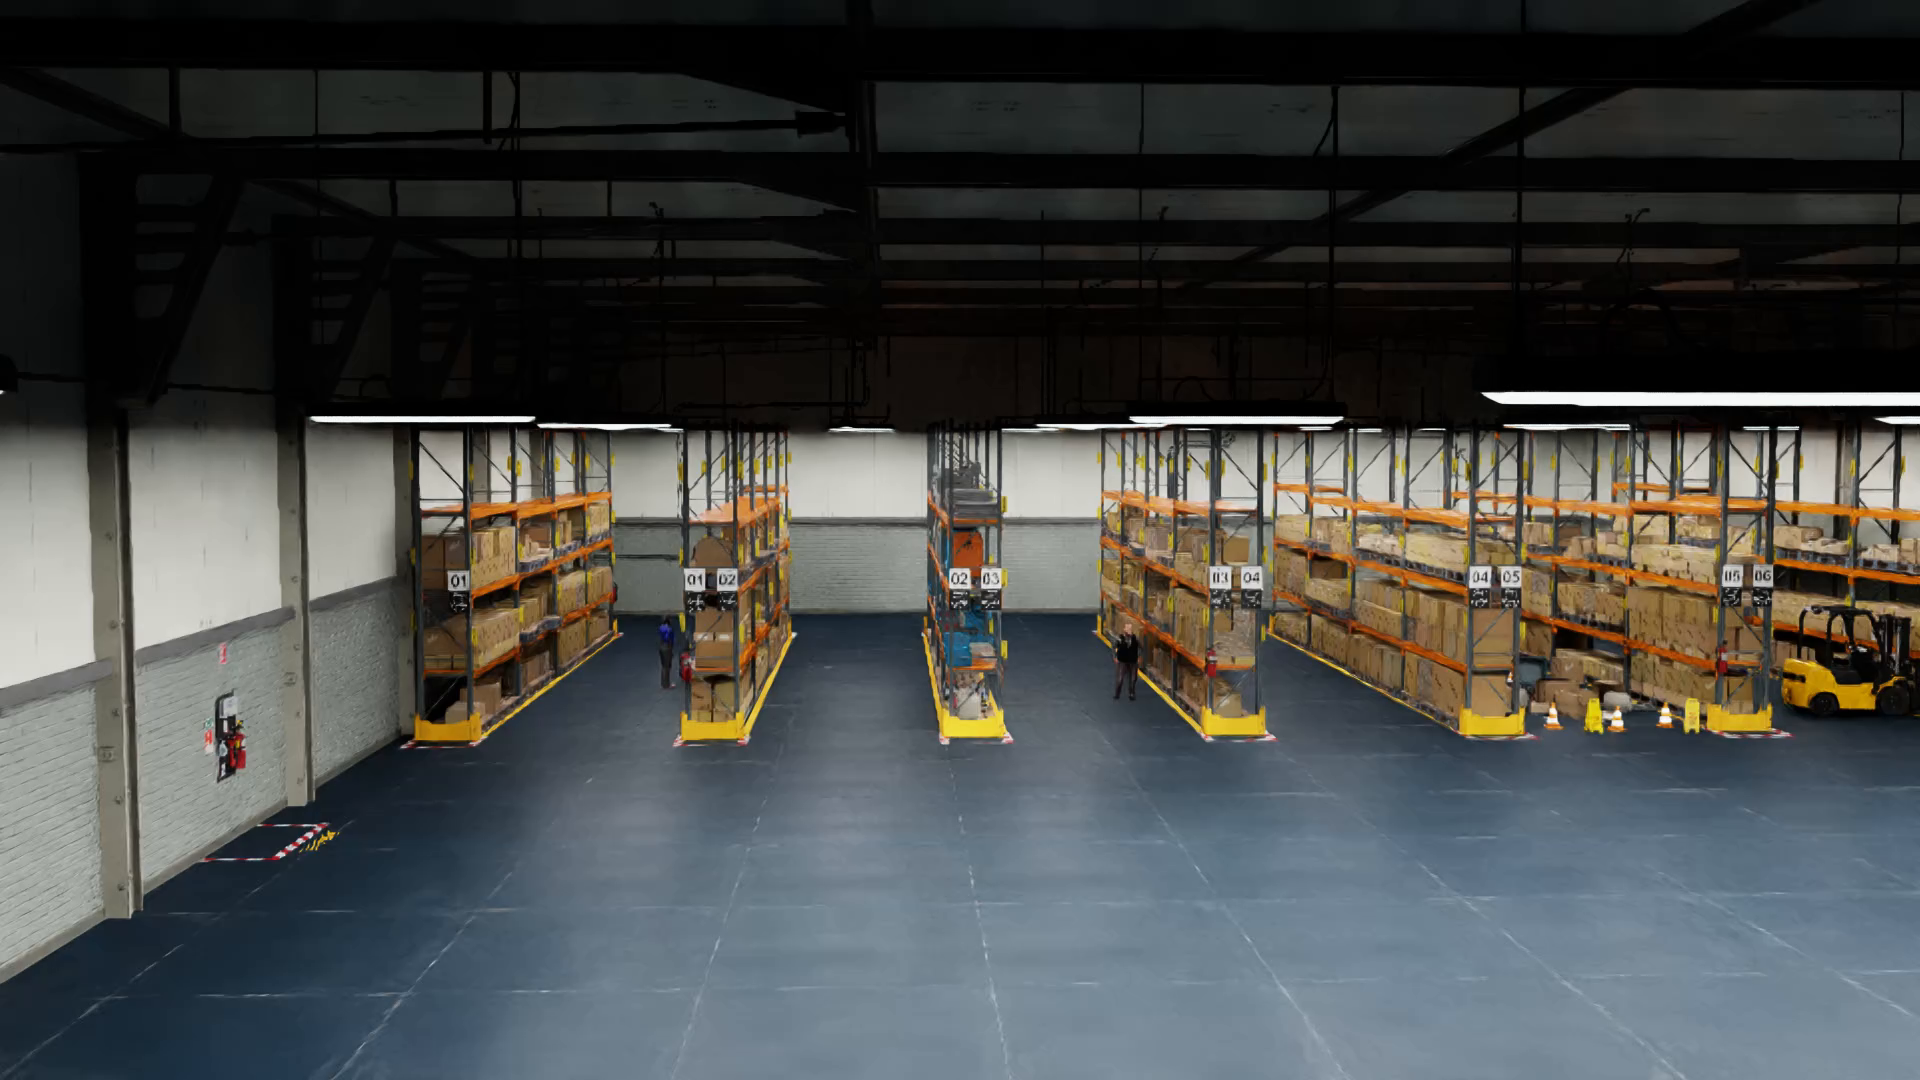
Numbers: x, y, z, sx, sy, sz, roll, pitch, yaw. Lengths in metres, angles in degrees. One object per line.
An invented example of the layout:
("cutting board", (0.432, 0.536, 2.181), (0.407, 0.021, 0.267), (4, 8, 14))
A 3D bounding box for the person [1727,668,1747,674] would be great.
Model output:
("person", (18.263, 2.385, 39.212), (0.560, 1.630, 0.611), (1, 4, 21))

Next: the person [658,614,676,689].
("person", (-6.557, 2.536, 37.324), (0.415, 1.571, 0.499), (-2, 4, -34))

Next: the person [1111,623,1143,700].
("person", (3.585, 2.608, 35.698), (0.677, 1.674, 0.534), (0, 4, -2))
